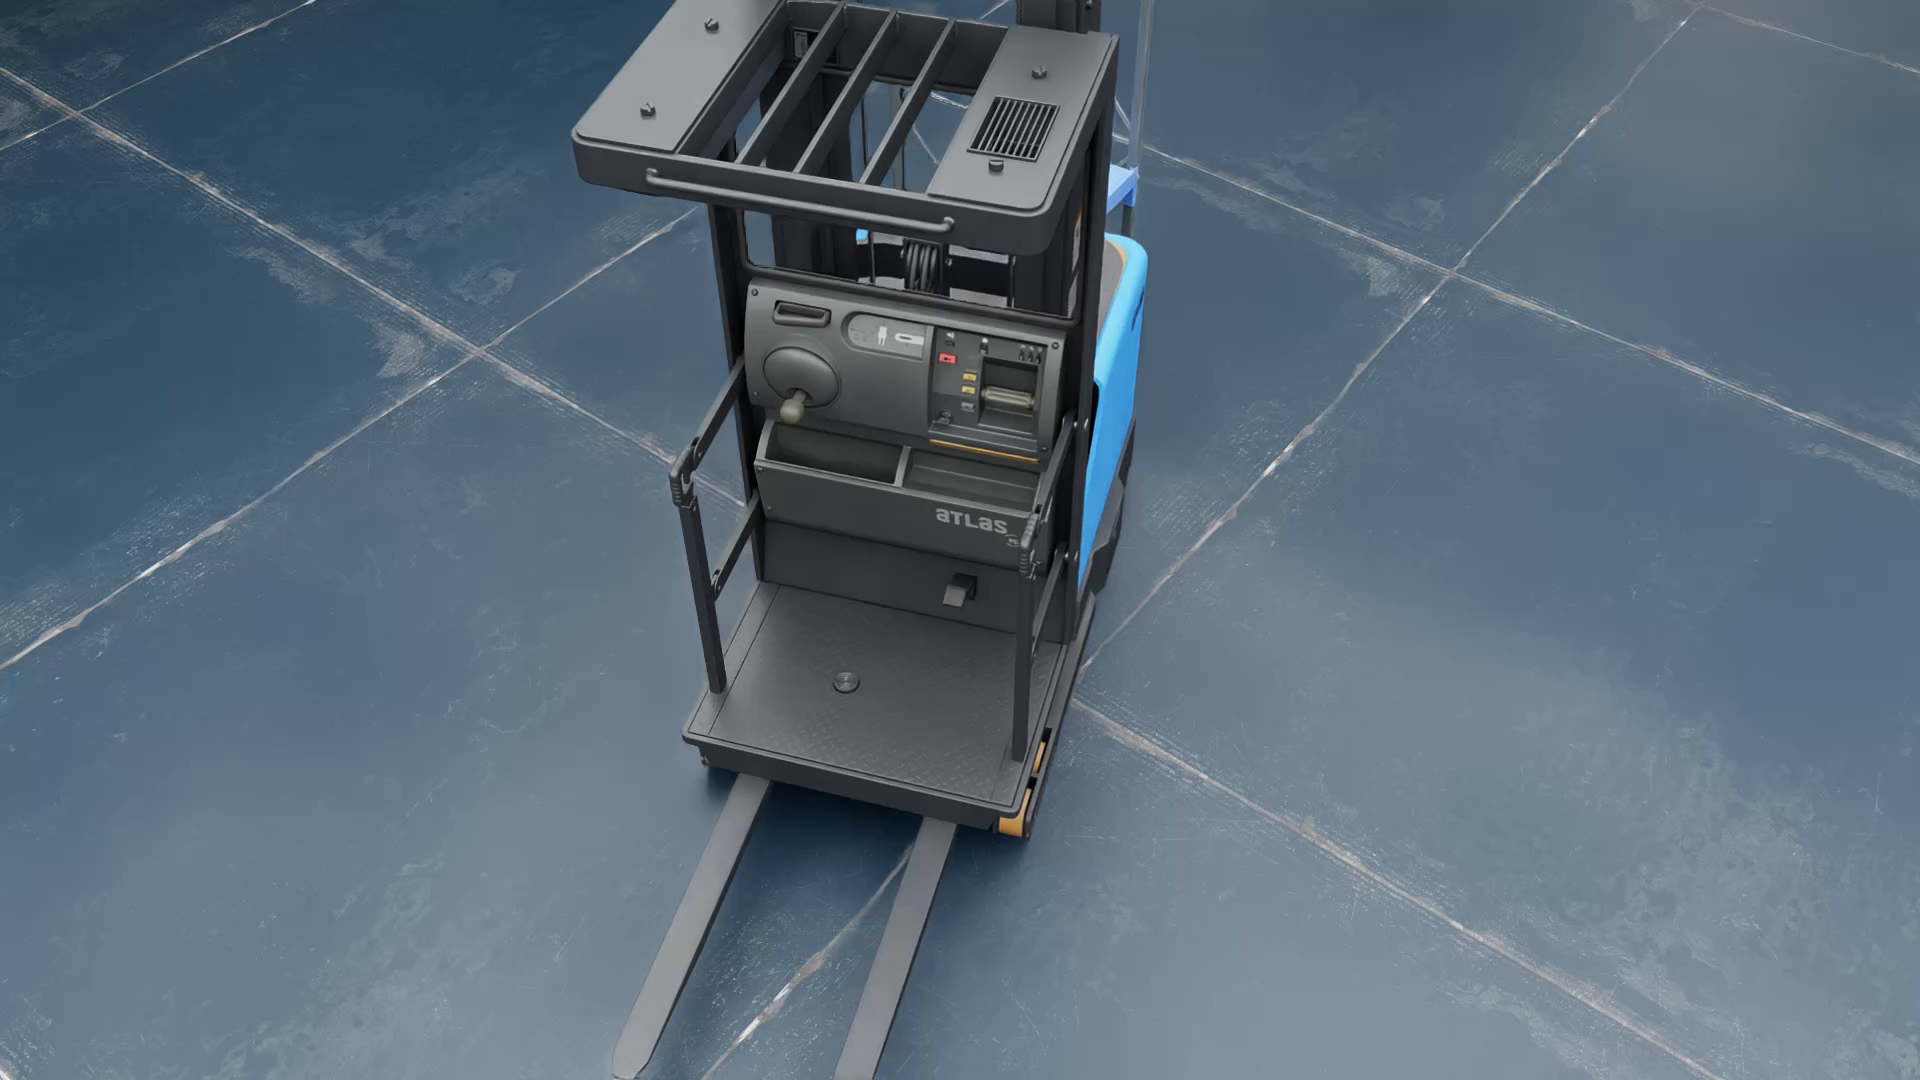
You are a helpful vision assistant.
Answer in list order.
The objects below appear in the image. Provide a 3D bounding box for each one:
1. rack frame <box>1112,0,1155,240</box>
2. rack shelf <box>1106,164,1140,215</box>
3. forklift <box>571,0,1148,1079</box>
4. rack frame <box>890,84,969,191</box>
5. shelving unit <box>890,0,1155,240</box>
[{"bbox_3d":[0.517,-1.689,6.826,0.500,1.500,0.032,25,51,22],"label":"rack frame"},{"bbox_3d":[0.244,-1.255,6.660,0.538,0.185,1.000,25,51,22],"label":"rack shelf"},{"bbox_3d":[-0.223,-0.384,4.590,1.130,2.935,3.031,11,47,11],"label":"forklift"},{"bbox_3d":[-0.029,-1.069,6.234,0.500,1.500,0.032,25,51,22],"label":"rack frame"},{"bbox_3d":[0.244,-1.379,6.530,0.538,1.500,1.048,25,51,22],"label":"shelving unit"}]
